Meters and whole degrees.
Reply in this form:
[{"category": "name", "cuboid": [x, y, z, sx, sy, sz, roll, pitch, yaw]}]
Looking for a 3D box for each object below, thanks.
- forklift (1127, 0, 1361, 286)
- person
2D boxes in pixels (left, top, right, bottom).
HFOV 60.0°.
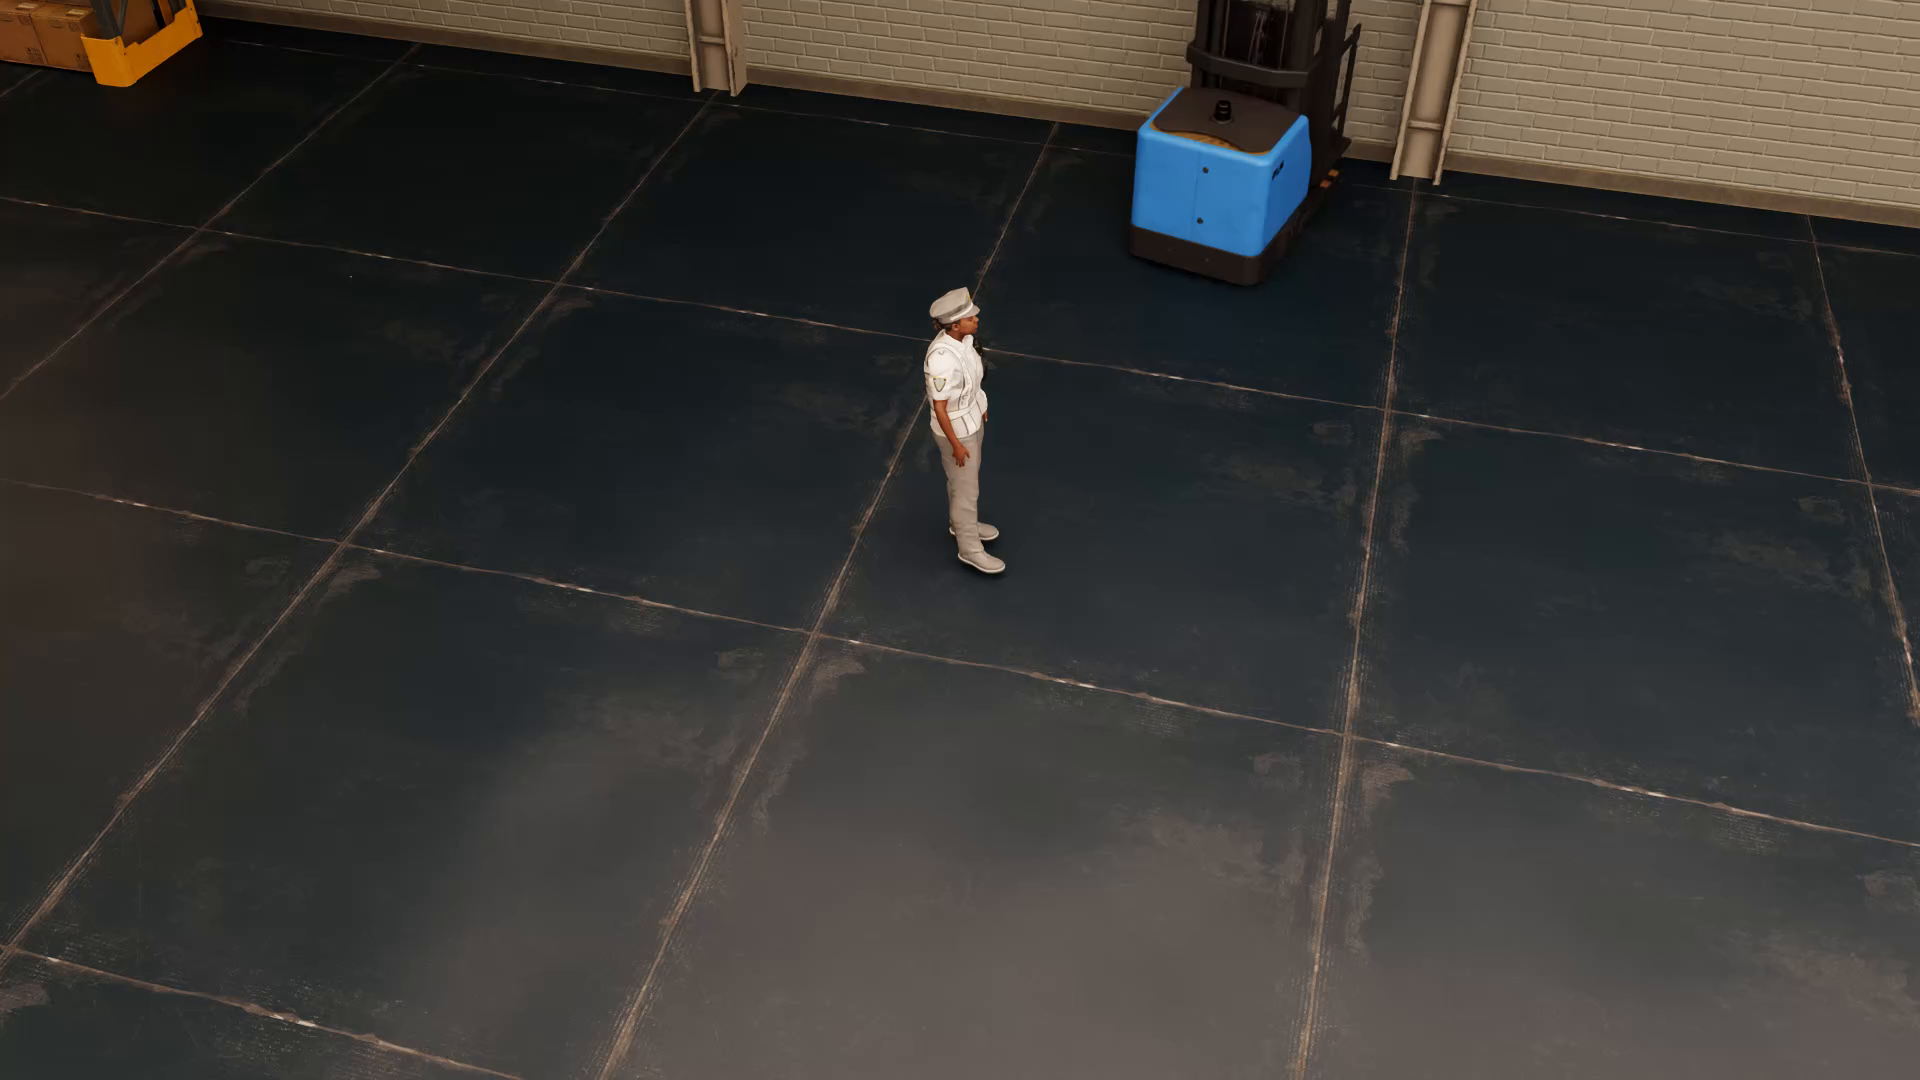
[{"category": "forklift", "cuboid": [2.400, -3.908, 12.320, 1.130, 2.935, 3.031, 20, 45, 21]}, {"category": "person", "cuboid": [0.067, -0.648, 9.466, 0.528, 1.695, 0.569, 10, 42, 11]}]
